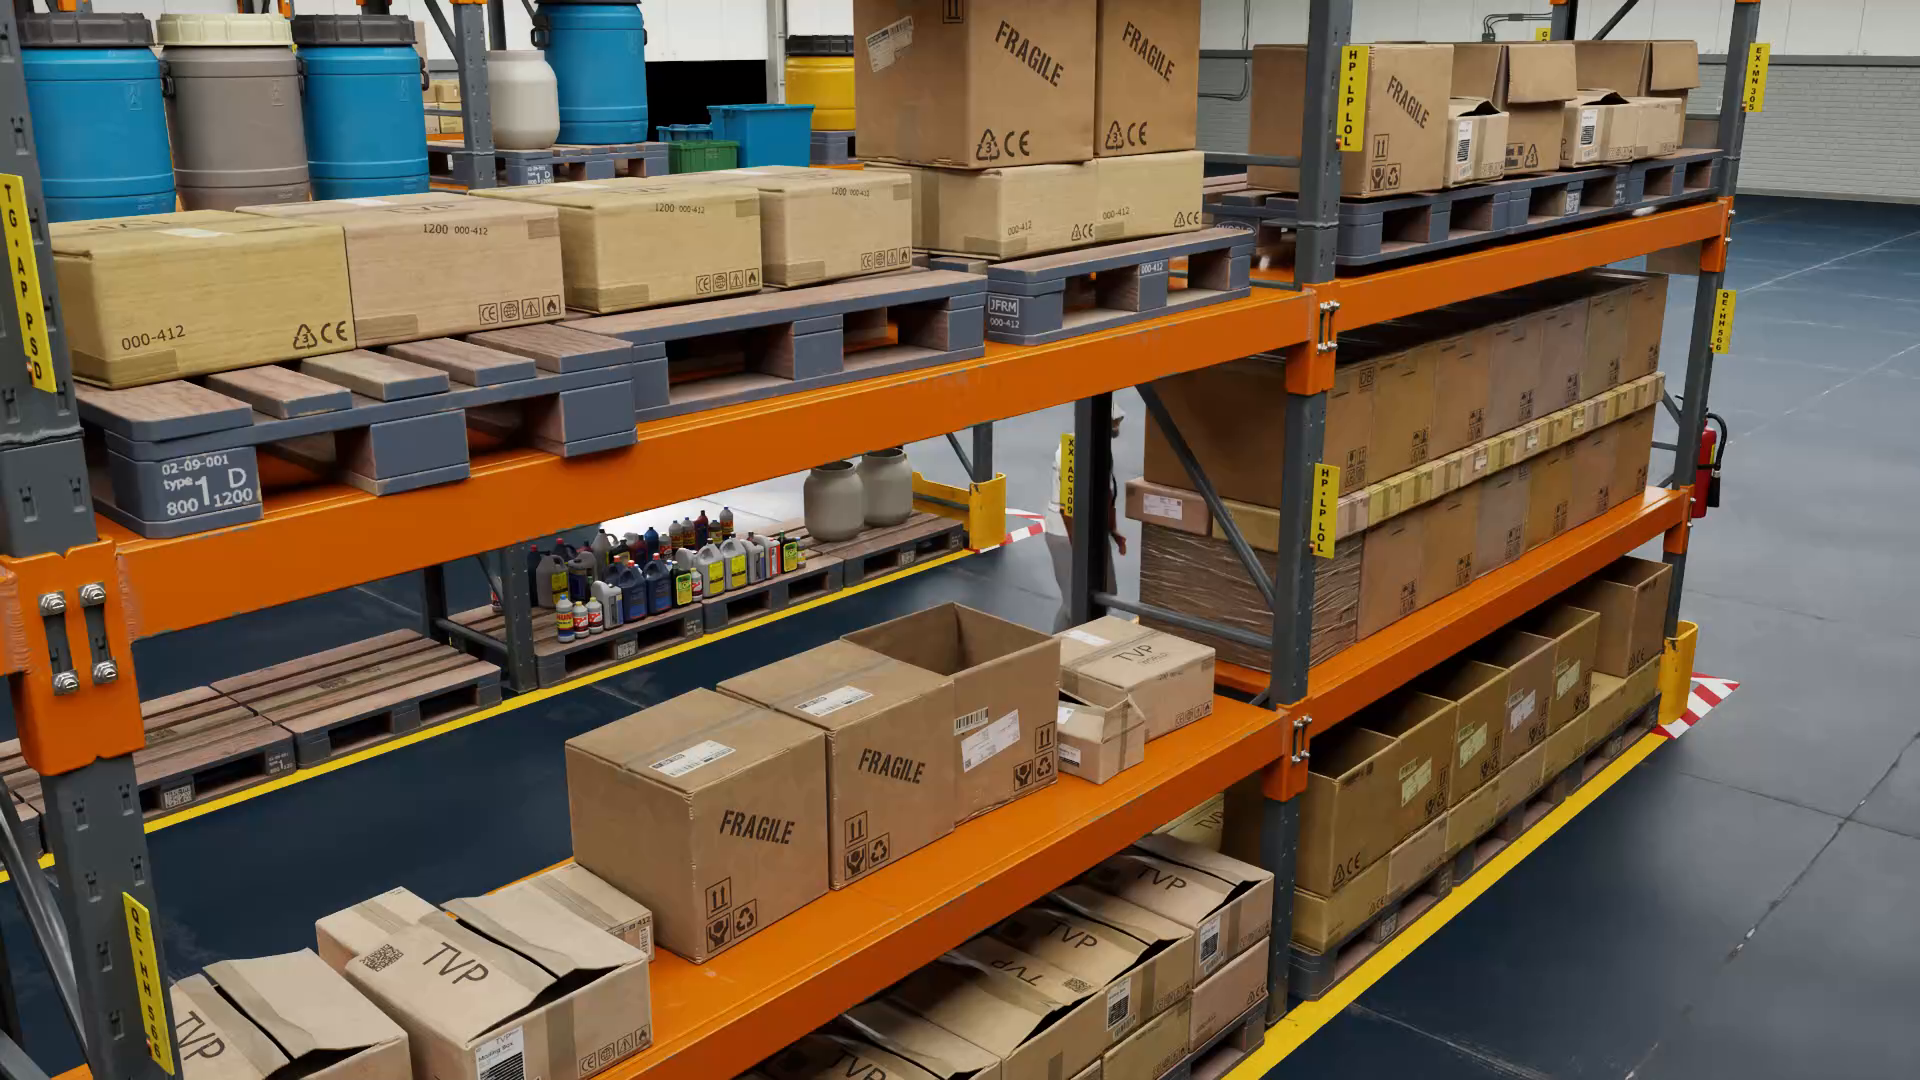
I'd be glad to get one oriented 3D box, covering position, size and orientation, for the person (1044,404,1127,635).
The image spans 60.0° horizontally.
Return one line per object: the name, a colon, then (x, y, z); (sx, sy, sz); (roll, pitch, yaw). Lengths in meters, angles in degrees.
person: (0.740, -0.019, 9.695); (0.442, 1.624, 0.457); (15, 23, 41)
